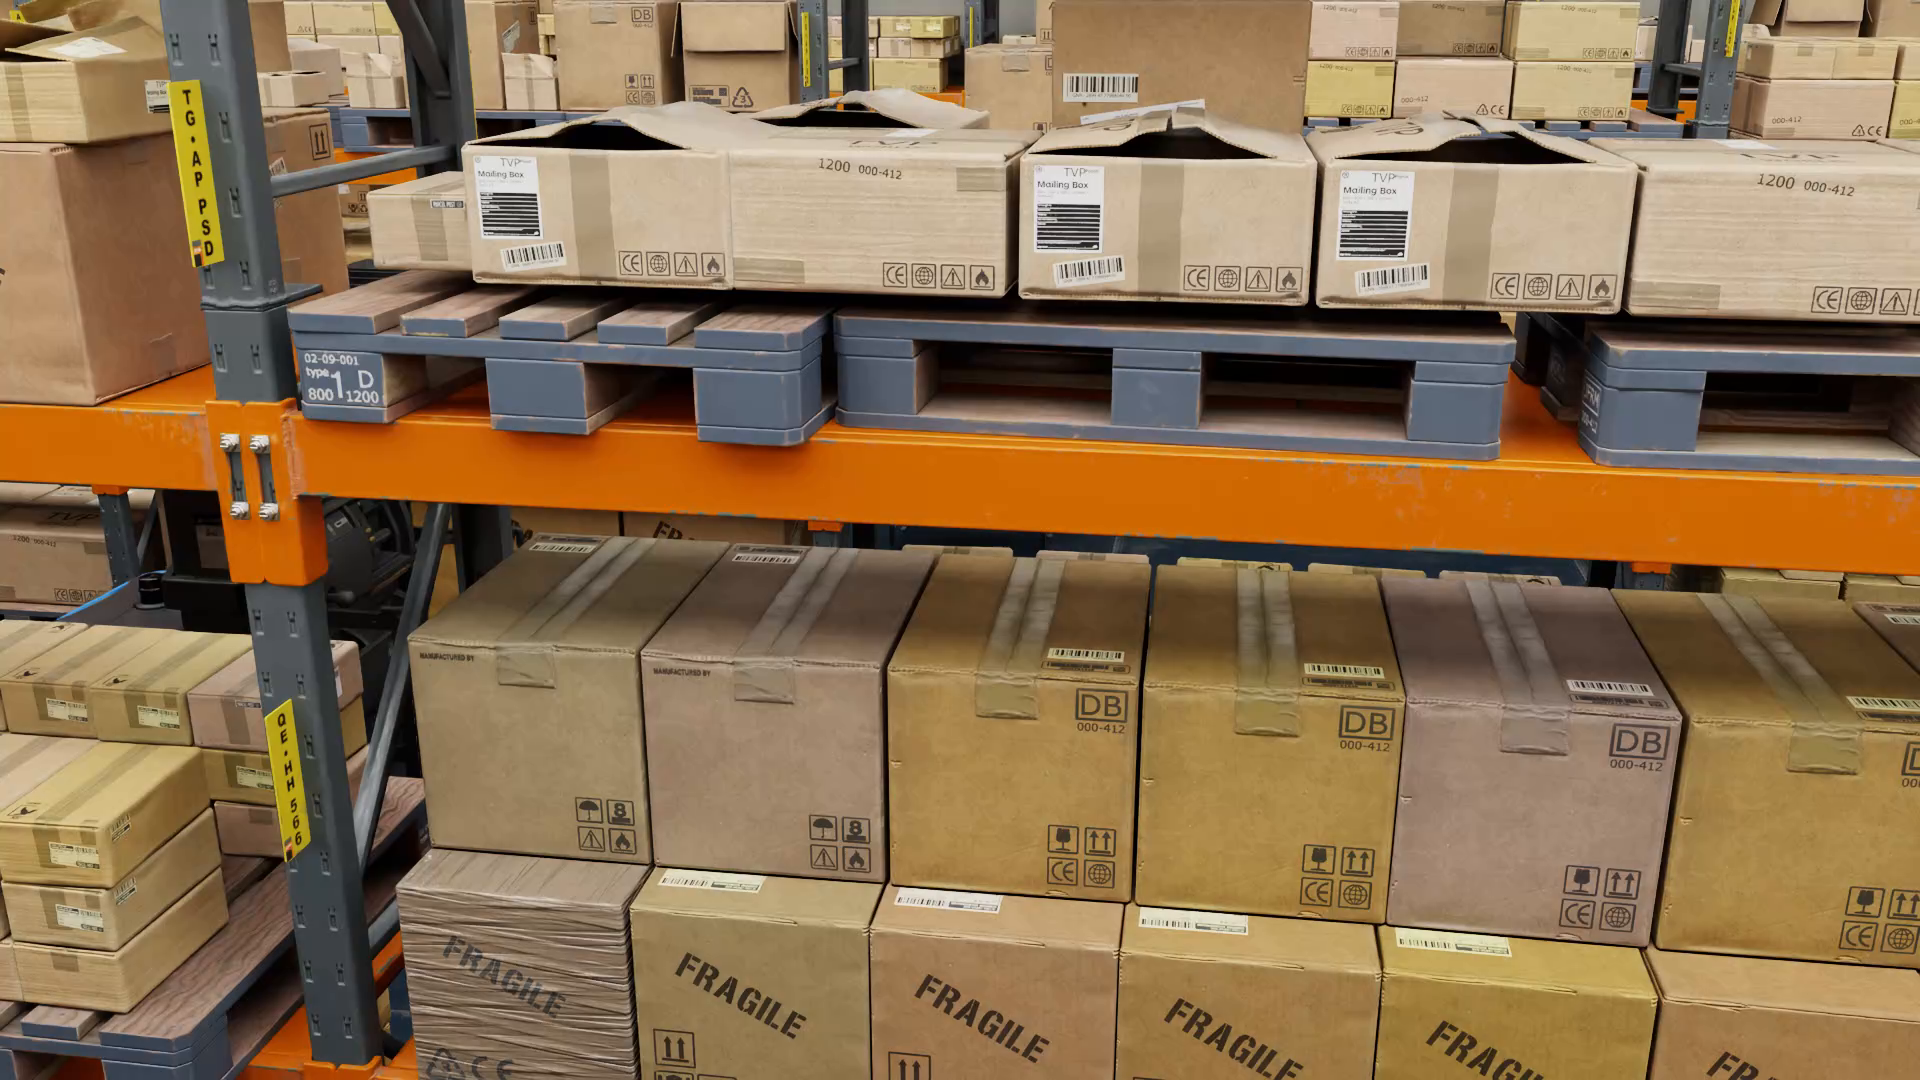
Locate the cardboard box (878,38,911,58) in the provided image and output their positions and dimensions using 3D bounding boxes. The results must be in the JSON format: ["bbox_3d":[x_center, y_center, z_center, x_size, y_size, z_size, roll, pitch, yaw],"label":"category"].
[{"bbox_3d":[-0.469,-3.780,12.753,0.250,0.149,0.380,2,19,7],"label":"cardboard box"}]

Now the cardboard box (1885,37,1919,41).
[{"bbox_3d":[4.474,-2.253,7.721,0.250,0.149,0.380,3,19,10],"label":"cardboard box"}]

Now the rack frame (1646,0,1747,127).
[{"bbox_3d":[3.338,-3.366,7.181,0.127,3.000,1.000,3,19,9],"label":"rack frame"}]

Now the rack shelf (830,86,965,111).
[{"bbox_3d":[-1.802,-3.460,13.322,4.000,0.370,1.077,3,19,9],"label":"rack shelf"}]

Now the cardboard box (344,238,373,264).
[{"bbox_3d":[-3.170,-1.290,8.698,0.500,0.500,0.500,2,19,7],"label":"cardboard box"}]

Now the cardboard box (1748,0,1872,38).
[{"bbox_3d":[6.029,-3.663,11.815,0.637,0.503,0.797,4,19,10],"label":"cardboard box"}]

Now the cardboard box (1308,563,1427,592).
[{"bbox_3d":[2.110,0.465,8.665,0.625,0.372,0.950,4,19,12],"label":"cardboard box"}]

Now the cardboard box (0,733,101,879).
[{"bbox_3d":[-2.101,0.577,3.648,0.250,0.149,0.380,3,19,8],"label":"cardboard box"}]

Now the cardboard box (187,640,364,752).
[{"bbox_3d":[-1.726,0.387,4.215,0.250,0.149,0.380,3,19,9],"label":"cardboard box"}]

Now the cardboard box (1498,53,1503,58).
[{"bbox_3d":[2.825,-2.227,8.078,0.500,0.250,0.500,2,19,7],"label":"cardboard box"}]

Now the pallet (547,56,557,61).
[{"bbox_3d":[-3.144,-3.757,13.375,1.003,0.211,1.213,3,19,9],"label":"pallet"}]

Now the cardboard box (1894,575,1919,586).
[{"bbox_3d":[4.500,0.085,7.789,0.250,0.149,0.380,4,19,11],"label":"cardboard box"}]

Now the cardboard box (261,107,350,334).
[{"bbox_3d":[-1.818,-0.749,3.928,0.500,0.500,0.500,3,19,9],"label":"cardboard box"}]

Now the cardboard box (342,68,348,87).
[{"bbox_3d":[-4.925,-3.751,13.455,0.250,0.149,0.380,3,19,8],"label":"cardboard box"}]

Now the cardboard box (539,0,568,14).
[{"bbox_3d":[-3.198,-4.370,13.362,0.258,0.266,0.396,3,19,9],"label":"cardboard box"}]

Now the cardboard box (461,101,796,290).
[{"bbox_3d":[-0.617,-0.688,3.226,0.500,0.311,0.500,3,19,9],"label":"cardboard box"}]

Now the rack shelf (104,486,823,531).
[{"bbox_3d":[-2.586,-0.482,9.150,4.000,0.370,1.077,3,19,9],"label":"rack shelf"}]

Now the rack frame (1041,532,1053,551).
[{"bbox_3d":[0.586,-0.681,10.976,0.032,1.500,0.500,3,19,9],"label":"rack frame"}]

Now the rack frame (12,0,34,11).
[{"bbox_3d":[-4.560,-3.769,8.385,0.127,3.000,1.000,3,19,9],"label":"rack frame"}]

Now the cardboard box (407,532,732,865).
[{"bbox_3d":[-0.855,0.338,3.833,0.500,0.500,0.700,3,19,8],"label":"cardboard box"}]

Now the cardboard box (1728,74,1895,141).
[{"bbox_3d":[3.729,-1.906,7.311,0.500,0.250,0.500,3,19,7],"label":"cardboard box"}]

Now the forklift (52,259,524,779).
[{"bbox_3d":[-2.297,-0.014,6.726,3.031,2.935,1.130,3,19,9],"label":"forklift"}]

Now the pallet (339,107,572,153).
[{"bbox_3d":[-2.360,-2.126,8.501,1.213,0.211,1.003,4,19,11],"label":"pallet"}]

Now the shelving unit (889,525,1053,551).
[{"bbox_3d":[0.084,-0.707,11.052,1.048,1.500,0.538,3,19,9],"label":"shelving unit"}]

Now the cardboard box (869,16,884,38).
[{"bbox_3d":[-0.727,-3.928,12.726,0.250,0.149,0.380,2,19,7],"label":"cardboard box"}]

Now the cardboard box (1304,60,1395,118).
[{"bbox_3d":[1.737,-2.109,7.725,0.500,0.250,0.500,3,19,9],"label":"cardboard box"}]

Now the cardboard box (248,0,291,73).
[{"bbox_3d":[-3.736,-2.458,8.374,0.500,0.500,0.500,3,19,8],"label":"cardboard box"}]

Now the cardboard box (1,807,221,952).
[{"bbox_3d":[-1.856,0.730,3.659,0.250,0.149,0.380,3,19,10],"label":"cardboard box"}]

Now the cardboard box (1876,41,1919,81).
[{"bbox_3d":[4.118,-2.064,7.157,0.250,0.149,0.380,2,19,7],"label":"cardboard box"}]

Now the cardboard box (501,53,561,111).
[{"bbox_3d":[-2.026,-2.240,8.093,0.258,0.266,0.396,2,19,7],"label":"cardboard box"}]

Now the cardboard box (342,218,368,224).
[{"bbox_3d":[-5.306,-2.548,13.958,0.500,0.250,0.500,3,19,8],"label":"cardboard box"}]

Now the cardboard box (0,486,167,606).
[{"bbox_3d":[-5.163,0.027,9.871,0.875,0.438,0.875,3,19,8],"label":"cardboard box"}]

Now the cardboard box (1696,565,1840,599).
[{"bbox_3d":[3.878,0.342,8.042,0.500,0.500,0.500,4,19,11],"label":"cardboard box"}]

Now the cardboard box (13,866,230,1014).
[{"bbox_3d":[-1.856,0.873,3.702,0.250,0.149,0.380,3,19,10],"label":"cardboard box"}]

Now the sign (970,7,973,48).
[{"bbox_3d":[0.084,-3.775,12.317,0.005,0.325,0.100,3,19,9],"label":"sign"}]

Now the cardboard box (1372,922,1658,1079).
[{"bbox_3d":[1.097,0.994,3.447,0.500,0.500,0.500,3,19,9],"label":"cardboard box"}]

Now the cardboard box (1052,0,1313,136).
[{"bbox_3d":[0.464,-0.883,3.511,0.500,0.500,0.500,3,19,9],"label":"cardboard box"}]

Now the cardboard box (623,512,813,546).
[{"bbox_3d":[-1.280,0.025,9.187,0.875,0.875,0.875,3,19,8],"label":"cardboard box"}]

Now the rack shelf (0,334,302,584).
[{"bbox_3d":[-3.271,-0.349,4.024,4.000,0.370,1.077,3,19,9],"label":"rack shelf"}]

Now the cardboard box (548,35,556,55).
[{"bbox_3d":[-3.029,-3.883,13.031,0.250,0.149,0.380,3,19,9],"label":"cardboard box"}]

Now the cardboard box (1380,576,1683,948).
[{"bbox_3d":[1.155,0.439,3.530,0.500,0.500,0.700,3,19,9],"label":"cardboard box"}]

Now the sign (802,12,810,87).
[{"bbox_3d":[-0.707,-2.254,7.646,0.005,0.325,0.100,3,19,9],"label":"sign"}]

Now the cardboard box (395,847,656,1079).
[{"bbox_3d":[-0.896,0.893,3.749,0.500,0.500,0.500,3,19,9],"label":"cardboard box"}]

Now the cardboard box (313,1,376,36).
[{"bbox_3d":[-4.816,-4.181,13.325,0.500,0.250,0.500,3,19,8],"label":"cardboard box"}]

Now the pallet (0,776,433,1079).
[{"bbox_3d":[-2.017,0.922,4.123,1.003,0.211,1.213,3,19,9],"label":"pallet"}]
